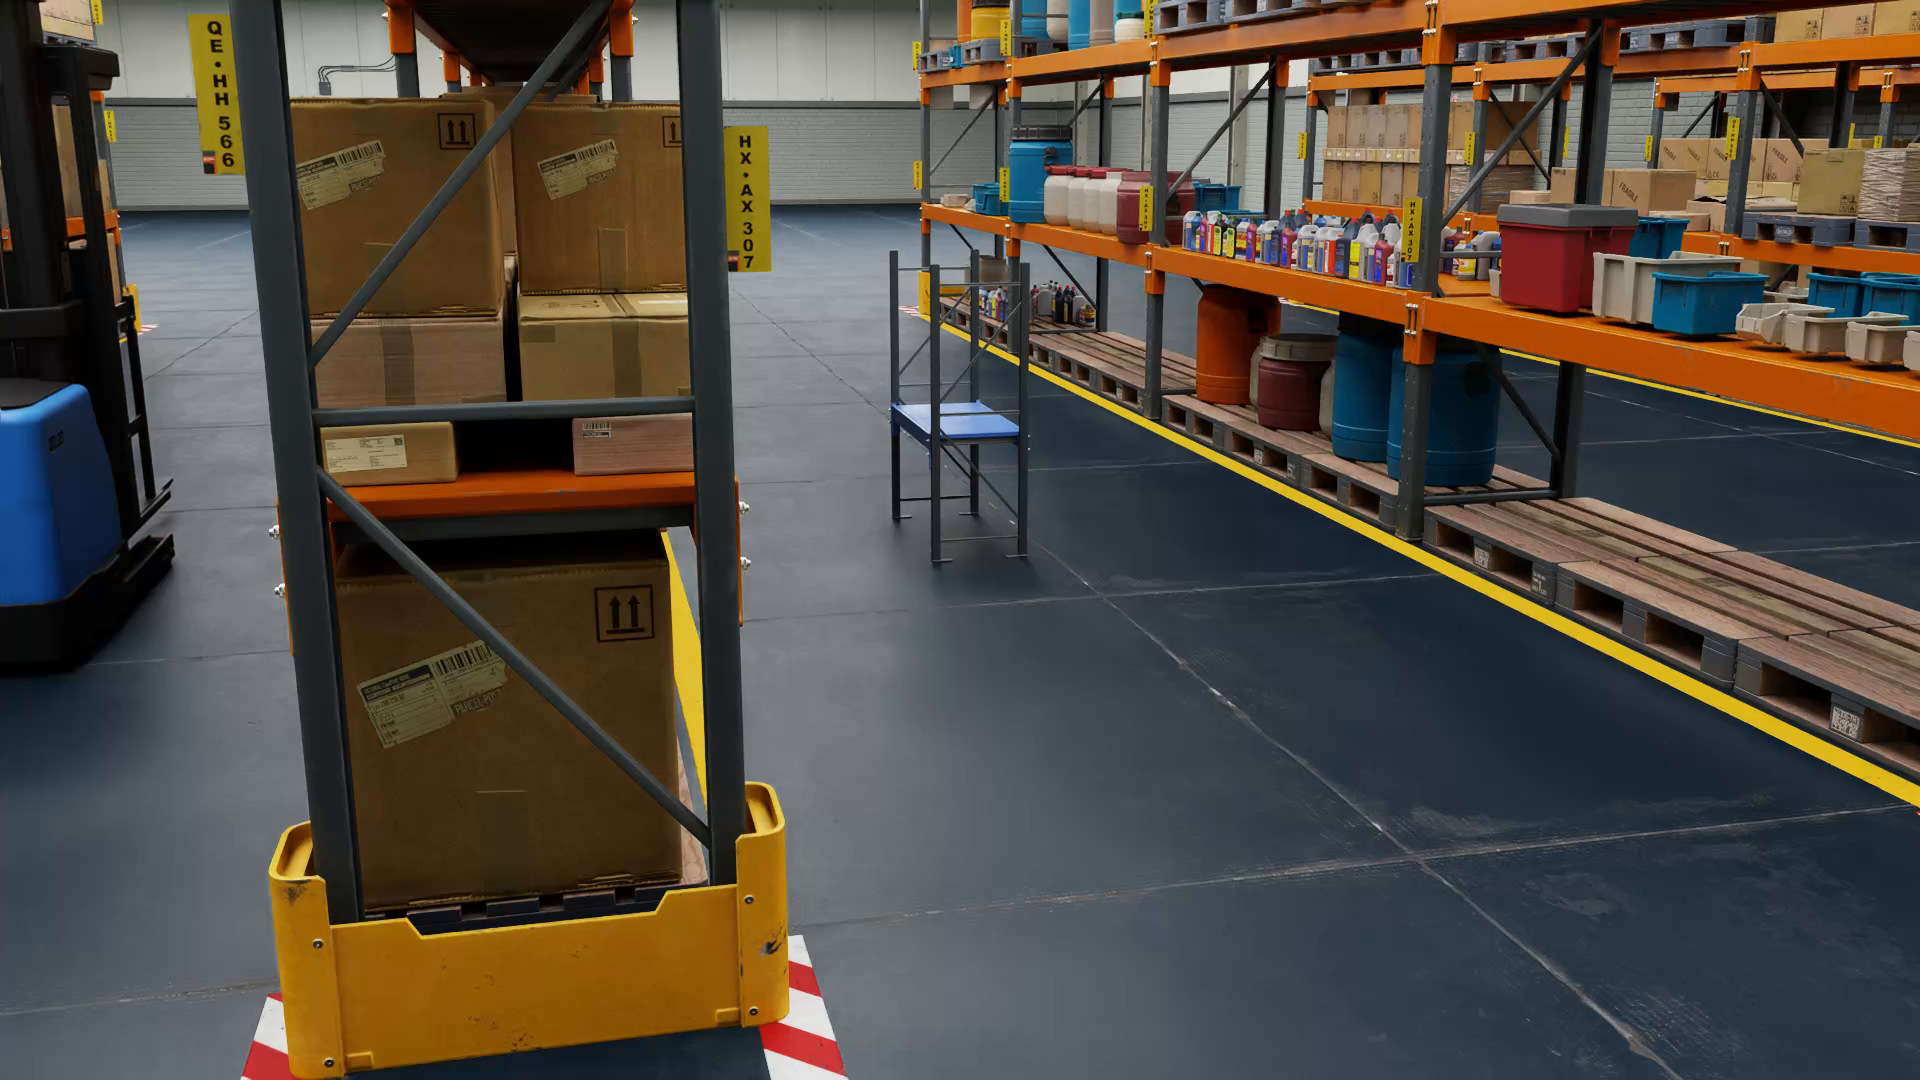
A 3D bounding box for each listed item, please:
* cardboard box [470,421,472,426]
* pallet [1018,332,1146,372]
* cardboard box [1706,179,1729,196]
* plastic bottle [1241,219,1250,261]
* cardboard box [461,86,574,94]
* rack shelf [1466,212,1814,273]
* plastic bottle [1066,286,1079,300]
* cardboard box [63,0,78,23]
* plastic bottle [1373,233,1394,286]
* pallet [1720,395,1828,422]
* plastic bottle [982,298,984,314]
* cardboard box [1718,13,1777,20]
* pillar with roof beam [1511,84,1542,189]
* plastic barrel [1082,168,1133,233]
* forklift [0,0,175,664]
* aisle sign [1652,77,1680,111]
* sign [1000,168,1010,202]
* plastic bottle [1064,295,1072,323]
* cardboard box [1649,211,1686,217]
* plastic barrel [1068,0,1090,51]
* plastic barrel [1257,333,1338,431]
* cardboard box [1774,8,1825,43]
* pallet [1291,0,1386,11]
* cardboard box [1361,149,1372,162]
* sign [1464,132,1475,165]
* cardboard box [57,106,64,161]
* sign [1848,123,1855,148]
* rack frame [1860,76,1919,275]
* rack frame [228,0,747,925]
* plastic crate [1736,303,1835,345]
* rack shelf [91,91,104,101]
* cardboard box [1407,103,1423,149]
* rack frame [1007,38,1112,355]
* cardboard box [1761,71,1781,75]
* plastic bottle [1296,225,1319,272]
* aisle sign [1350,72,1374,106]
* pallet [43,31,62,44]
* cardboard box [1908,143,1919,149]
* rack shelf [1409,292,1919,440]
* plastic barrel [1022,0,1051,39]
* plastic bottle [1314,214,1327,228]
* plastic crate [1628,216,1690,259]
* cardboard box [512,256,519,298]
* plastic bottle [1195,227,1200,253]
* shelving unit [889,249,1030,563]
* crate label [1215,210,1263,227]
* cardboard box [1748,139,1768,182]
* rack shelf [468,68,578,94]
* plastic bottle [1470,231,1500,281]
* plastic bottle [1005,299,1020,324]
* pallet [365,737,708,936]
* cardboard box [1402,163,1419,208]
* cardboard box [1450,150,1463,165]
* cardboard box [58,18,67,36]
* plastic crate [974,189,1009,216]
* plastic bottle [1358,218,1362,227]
[{"bbox_3d":[-1.607,-0.404,4.791,0.380,0.149,0.250,-3,14,-12],"label":"cardboard box"},{"bbox_3d":[1.194,-1.797,15.840,1.003,0.211,1.213,-3,14,-13],"label":"pallet"},{"bbox_3d":[9.718,-4.376,20.791,0.500,0.250,0.500,-4,14,-14],"label":"cardboard box"},{"bbox_3d":[1.916,-1.986,11.009,0.097,0.271,0.097,0,14,0],"label":"plastic bottle"},{"bbox_3d":[-3.792,-3.359,14.208,1.000,1.000,1.000,-3,14,-13],"label":"cardboard box"},{"bbox_3d":[6.257,-2.795,15.565,1.077,0.370,4.000,-3,14,-13],"label":"rack shelf"},{"bbox_3d":[1.185,-2.467,17.360,0.144,0.351,0.185,-3,14,-12],"label":"plastic bottle"},{"bbox_3d":[-9.124,-5.293,16.546,0.500,0.250,0.500,-3,14,-13],"label":"cardboard box"},{"bbox_3d":[2.345,-1.553,9.208,0.061,0.283,0.133,-3,14,-13],"label":"plastic bottle"},{"bbox_3d":[6.865,-1.155,13.208,1.003,0.211,1.213,-3,14,-13],"label":"pallet"},{"bbox_3d":[0.282,-2.548,18.004,0.097,0.201,0.097,0,14,0],"label":"plastic bottle"},{"bbox_3d":[6.565,-4.373,13.618,0.500,0.250,0.500,-4,14,-17],"label":"cardboard box"},{"bbox_3d":[5.074,-8.751,25.786,9.100,9.000,0.400,-3,14,-13],"label":"pillar with roof beam"},{"bbox_3d":[1.257,-2.895,14.170,0.433,0.535,0.433,0,14,0],"label":"plastic barrel"},{"bbox_3d":[-4.434,-1.193,7.635,1.130,2.935,3.031,-3,14,-14],"label":"forklift"},{"bbox_3d":[9.354,-6.069,21.970,0.394,0.787,0.004,-3,14,-13],"label":"aisle sign"},{"bbox_3d":[0.434,-3.437,16.093,0.100,0.325,0.005,-3,14,-13],"label":"sign"},{"bbox_3d":[1.117,-2.390,17.187,0.061,0.283,0.133,-3,14,-13],"label":"plastic bottle"},{"bbox_3d":[6.372,-2.853,14.812,0.380,0.149,0.250,-2,14,-9],"label":"cardboard box"},{"bbox_3d":[1.302,-4.927,15.395,0.600,0.901,0.708,-3,14,-13],"label":"plastic barrel"},{"bbox_3d":[2.308,-1.068,11.176,0.600,0.588,0.708,-3,14,-13],"label":"plastic barrel"},{"bbox_3d":[6.862,-4.090,12.819,0.910,0.500,0.500,-3,14,-13],"label":"cardboard box"},{"bbox_3d":[2.571,-3.026,9.072,1.213,0.211,1.003,-3,14,-13],"label":"pallet"},{"bbox_3d":[4.975,-4.552,19.662,0.380,0.149,0.250,-4,14,-15],"label":"cardboard box"},{"bbox_3d":[5.248,-4.034,17.128,0.100,0.325,0.005,-3,14,-13],"label":"sign"},{"bbox_3d":[-9.359,-3.976,16.289,0.875,0.550,0.550,-3,14,-13],"label":"cardboard box"},{"bbox_3d":[7.252,-3.240,13.596,0.100,0.325,0.005,-3,14,-13],"label":"sign"},{"bbox_3d":[10.602,-3.883,18.502,1.000,3.000,0.127,-3,14,-13],"label":"rack frame"},{"bbox_3d":[-1.025,-0.287,3.780,1.000,3.000,0.127,-3,14,-13],"label":"rack frame"},{"bbox_3d":[3.192,-0.840,6.473,0.298,0.136,0.250,-3,14,-13],"label":"plastic crate"},{"bbox_3d":[-9.158,-4.371,15.693,1.077,0.370,4.000,-3,14,-13],"label":"rack shelf"},{"bbox_3d":[5.440,-4.619,18.569,0.700,0.500,0.500,-3,14,-13],"label":"cardboard box"},{"bbox_3d":[0.972,-3.331,16.241,1.000,3.000,0.127,-3,14,-13],"label":"rack frame"},{"bbox_3d":[9.861,-5.863,20.030,0.500,0.500,0.500,-2,14,-10],"label":"cardboard box"},{"bbox_3d":[2.153,-1.783,10.168,0.152,0.276,0.135,-3,14,-13],"label":"plastic bottle"},{"bbox_3d":[5.118,-5.823,20.965,0.394,0.787,0.004,-3,14,-13],"label":"aisle sign"},{"bbox_3d":[-9.153,-4.686,15.654,1.003,0.211,1.213,-3,14,-13],"label":"pallet"},{"bbox_3d":[10.688,-4.026,17.949,0.700,0.500,0.500,-3,14,-13],"label":"cardboard box"},{"bbox_3d":[3.320,-0.675,6.884,1.077,0.370,4.000,-3,14,-13],"label":"rack shelf"},{"bbox_3d":[0.842,-5.471,16.740,0.600,0.901,0.708,-3,14,-13],"label":"plastic barrel"},{"bbox_3d":[2.530,-2.150,11.680,0.097,0.271,0.097,0,14,0],"label":"plastic bottle"},{"bbox_3d":[3.292,-1.418,8.319,0.392,0.384,0.575,-3,14,-13],"label":"plastic crate"},{"bbox_3d":[-1.869,-0.924,6.078,0.500,0.250,0.500,-3,14,-12],"label":"cardboard box"},{"bbox_3d":[1.722,-2.143,11.798,0.097,0.201,0.097,0,14,0],"label":"plastic bottle"},{"bbox_3d":[-0.020,-0.748,8.830,0.538,1.500,1.048,-3,14,-13],"label":"shelving unit"},{"bbox_3d":[2.176,-2.445,12.967,0.303,0.233,0.416,-3,14,-13],"label":"crate label"},{"bbox_3d":[9.837,-4.628,20.243,0.500,0.500,0.500,-3,14,-11],"label":"cardboard box"},{"bbox_3d":[-4.313,-4.624,16.729,1.077,0.370,4.000,-3,14,-13],"label":"rack shelf"},{"bbox_3d":[3.026,-1.638,9.571,0.152,0.276,0.135,-3,14,-13],"label":"plastic bottle"},{"bbox_3d":[0.540,-2.390,17.046,0.144,0.351,0.185,-4,14,-15],"label":"plastic bottle"},{"bbox_3d":[-1.288,0.888,4.848,1.003,0.211,1.213,-3,14,-13],"label":"pallet"},{"bbox_3d":[5.433,-3.994,18.745,0.700,0.500,0.500,-3,14,-12],"label":"cardboard box"},{"bbox_3d":[5.459,-4.078,17.721,0.380,0.149,0.250,-4,14,-14],"label":"cardboard box"},{"bbox_3d":[-8.981,-5.020,16.266,0.380,0.149,0.250,-3,14,-14],"label":"cardboard box"},{"bbox_3d":[0.448,-3.499,17.242,0.499,0.251,0.616,-3,14,-13],"label":"plastic crate"},{"bbox_3d":[2.592,-1.968,10.907,0.061,0.283,0.133,-3,14,-13],"label":"plastic bottle"}]
